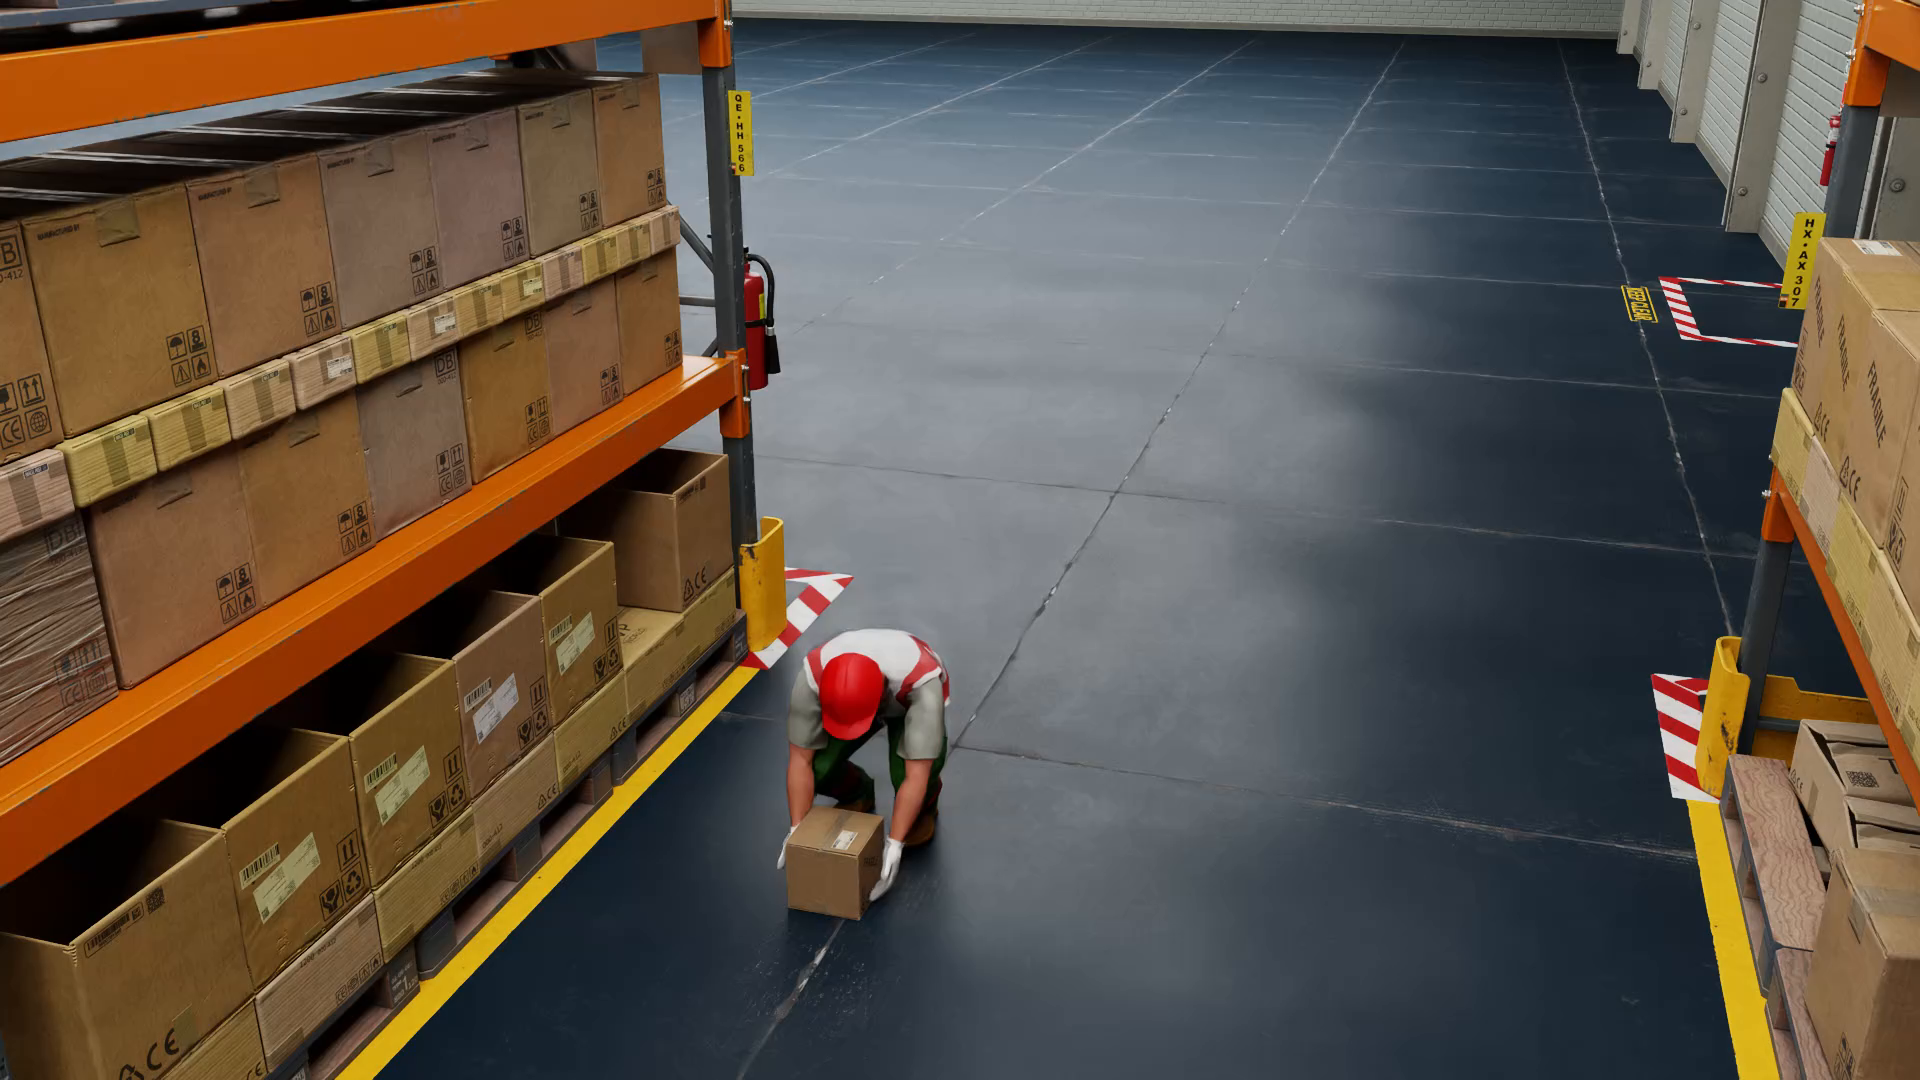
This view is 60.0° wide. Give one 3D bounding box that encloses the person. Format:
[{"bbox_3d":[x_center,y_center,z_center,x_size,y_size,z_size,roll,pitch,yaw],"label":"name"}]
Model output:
[{"bbox_3d":[-0.288,0.648,5.645,0.568,0.894,0.888,6,23,16],"label":"person"}]
